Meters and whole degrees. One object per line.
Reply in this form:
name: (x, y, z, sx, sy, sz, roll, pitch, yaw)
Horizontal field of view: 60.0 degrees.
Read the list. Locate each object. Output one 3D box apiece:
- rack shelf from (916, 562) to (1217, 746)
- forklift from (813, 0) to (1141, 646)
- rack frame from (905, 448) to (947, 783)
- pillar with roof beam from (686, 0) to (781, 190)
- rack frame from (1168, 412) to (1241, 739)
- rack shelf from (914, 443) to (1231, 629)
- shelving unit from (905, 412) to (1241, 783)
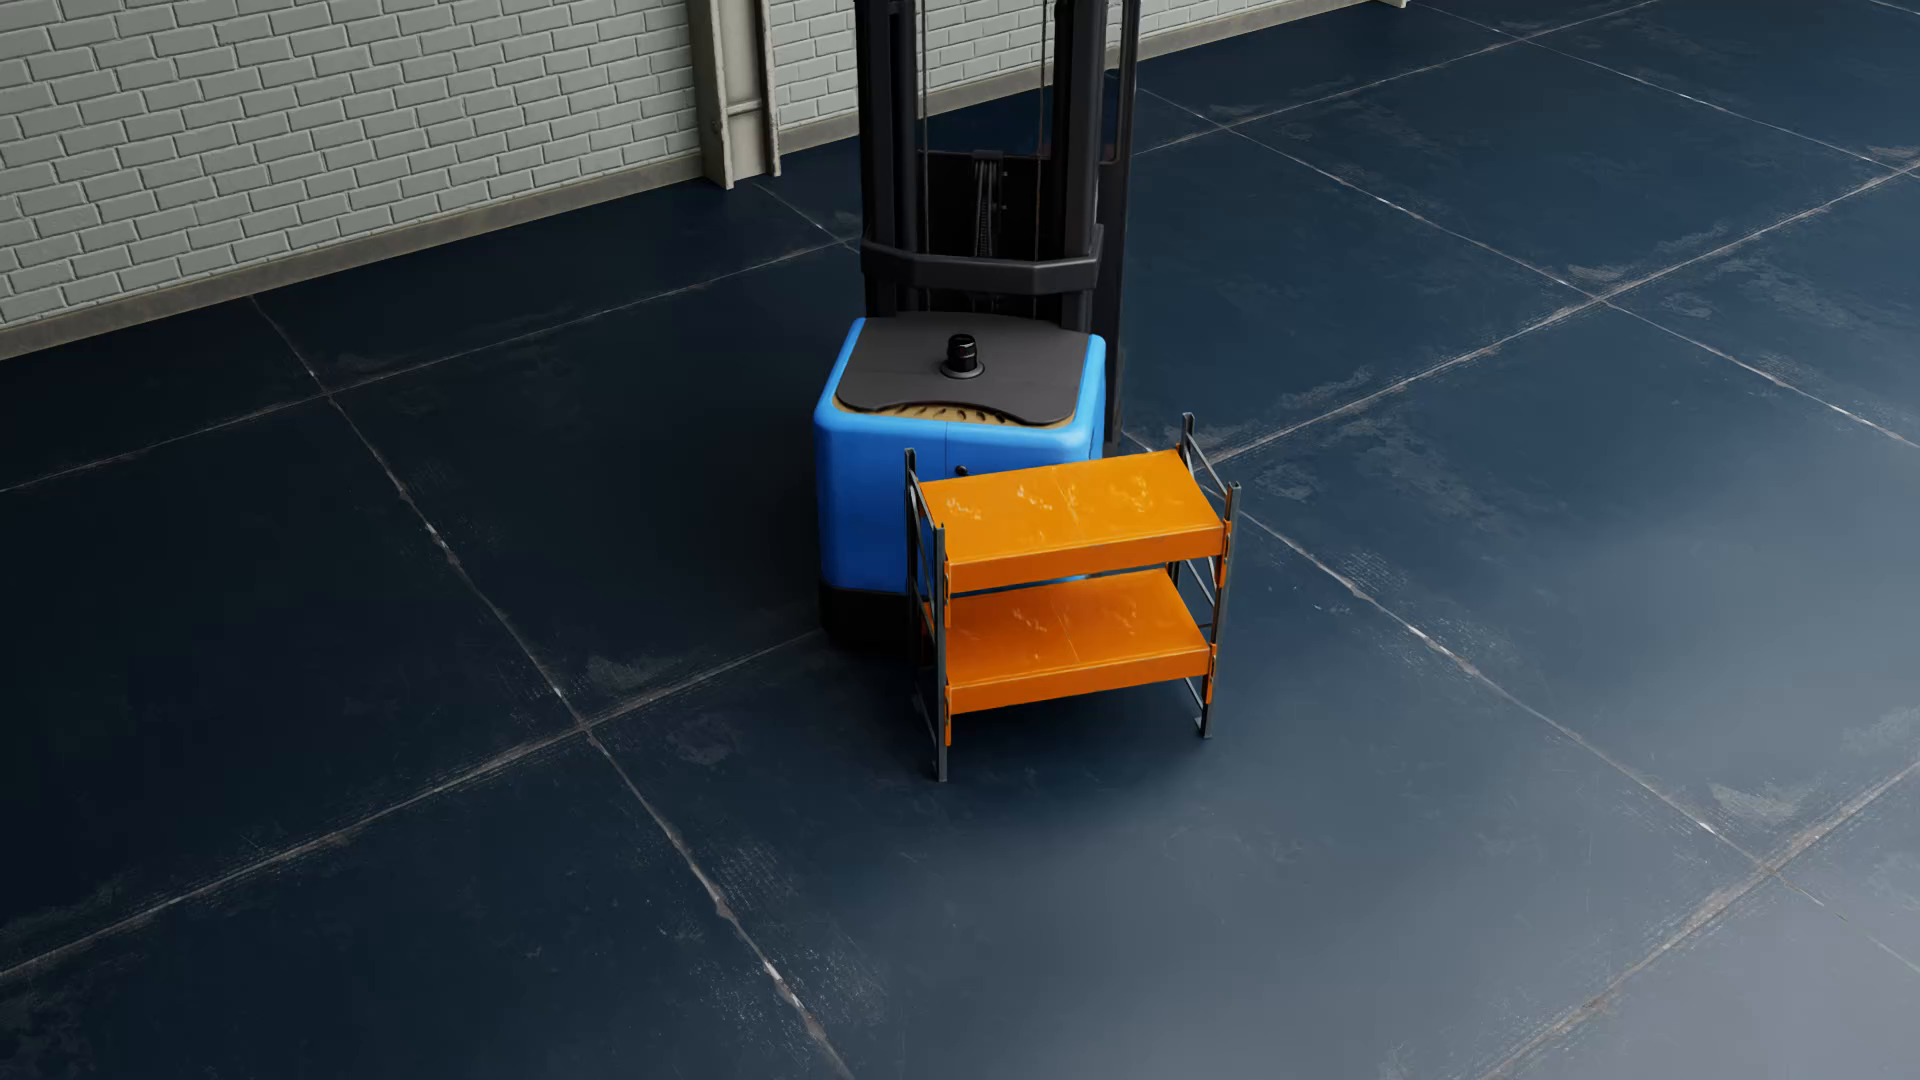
rack shelf: (0.375, 0.410, 6.136, 1.000, 0.278, 0.538, -8, 36, -11)
forklift: (0.180, -1.582, 6.939, 1.130, 2.935, 3.031, 5, 36, 7)
rack frame: (-0.120, 0.280, 5.898, 0.032, 1.125, 0.500, -8, 36, -11)
pillar with roof beam: (1.111, -3.898, 4.963, 0.400, 9.000, 9.100, -22, 41, -28)
rack frame: (0.869, 0.142, 6.089, 0.032, 1.125, 0.500, -8, 36, -11)
rack shelf: (0.375, -0.026, 5.822, 1.000, 0.278, 0.538, -8, 36, -11)
shelving unit: (0.375, 0.211, 5.993, 1.048, 1.125, 0.538, -8, 36, -11)
